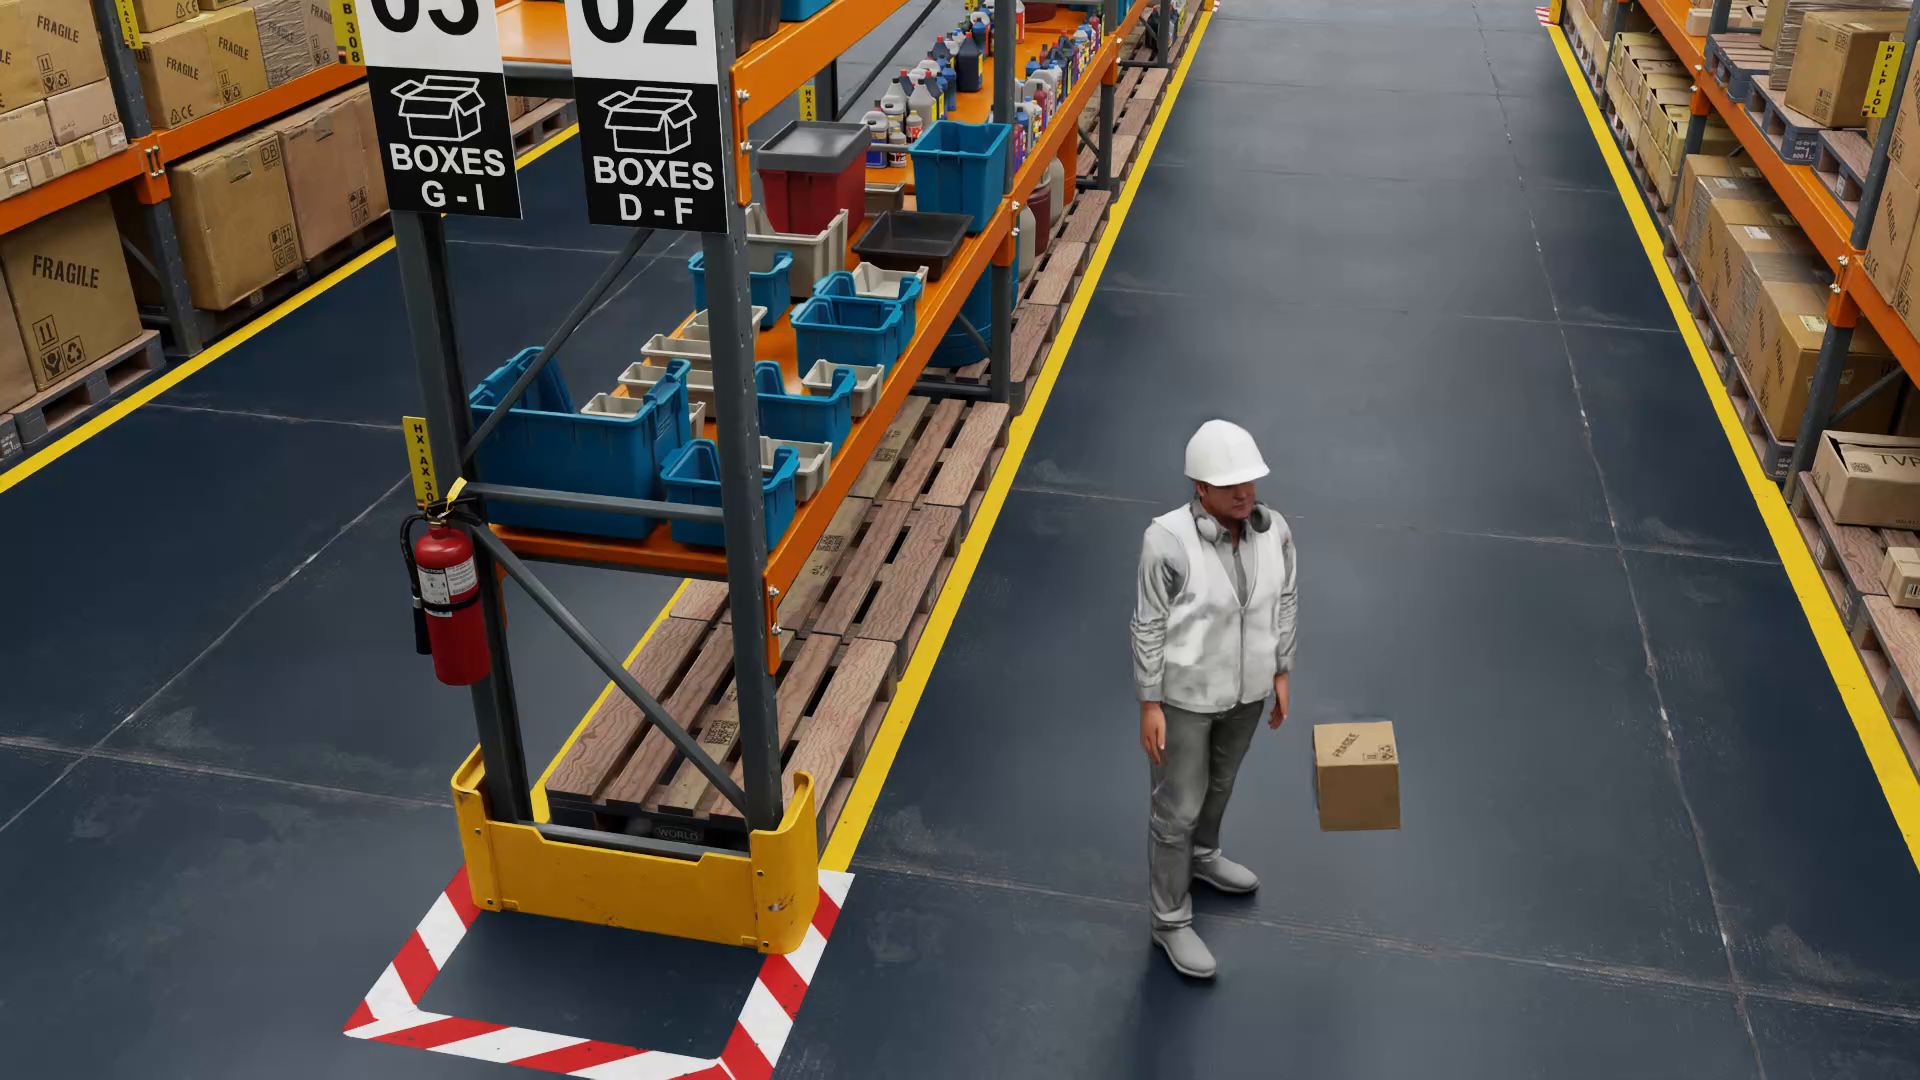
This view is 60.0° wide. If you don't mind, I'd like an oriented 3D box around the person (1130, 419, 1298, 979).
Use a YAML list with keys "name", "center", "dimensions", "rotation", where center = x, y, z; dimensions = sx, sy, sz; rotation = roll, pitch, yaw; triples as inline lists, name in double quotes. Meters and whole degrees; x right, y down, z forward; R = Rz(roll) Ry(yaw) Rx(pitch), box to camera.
- name: "person"
  center: [0.812, 0.488, 5.177]
  dimensions: [0.614, 1.773, 0.572]
  rotation: [-14, 32, -24]
